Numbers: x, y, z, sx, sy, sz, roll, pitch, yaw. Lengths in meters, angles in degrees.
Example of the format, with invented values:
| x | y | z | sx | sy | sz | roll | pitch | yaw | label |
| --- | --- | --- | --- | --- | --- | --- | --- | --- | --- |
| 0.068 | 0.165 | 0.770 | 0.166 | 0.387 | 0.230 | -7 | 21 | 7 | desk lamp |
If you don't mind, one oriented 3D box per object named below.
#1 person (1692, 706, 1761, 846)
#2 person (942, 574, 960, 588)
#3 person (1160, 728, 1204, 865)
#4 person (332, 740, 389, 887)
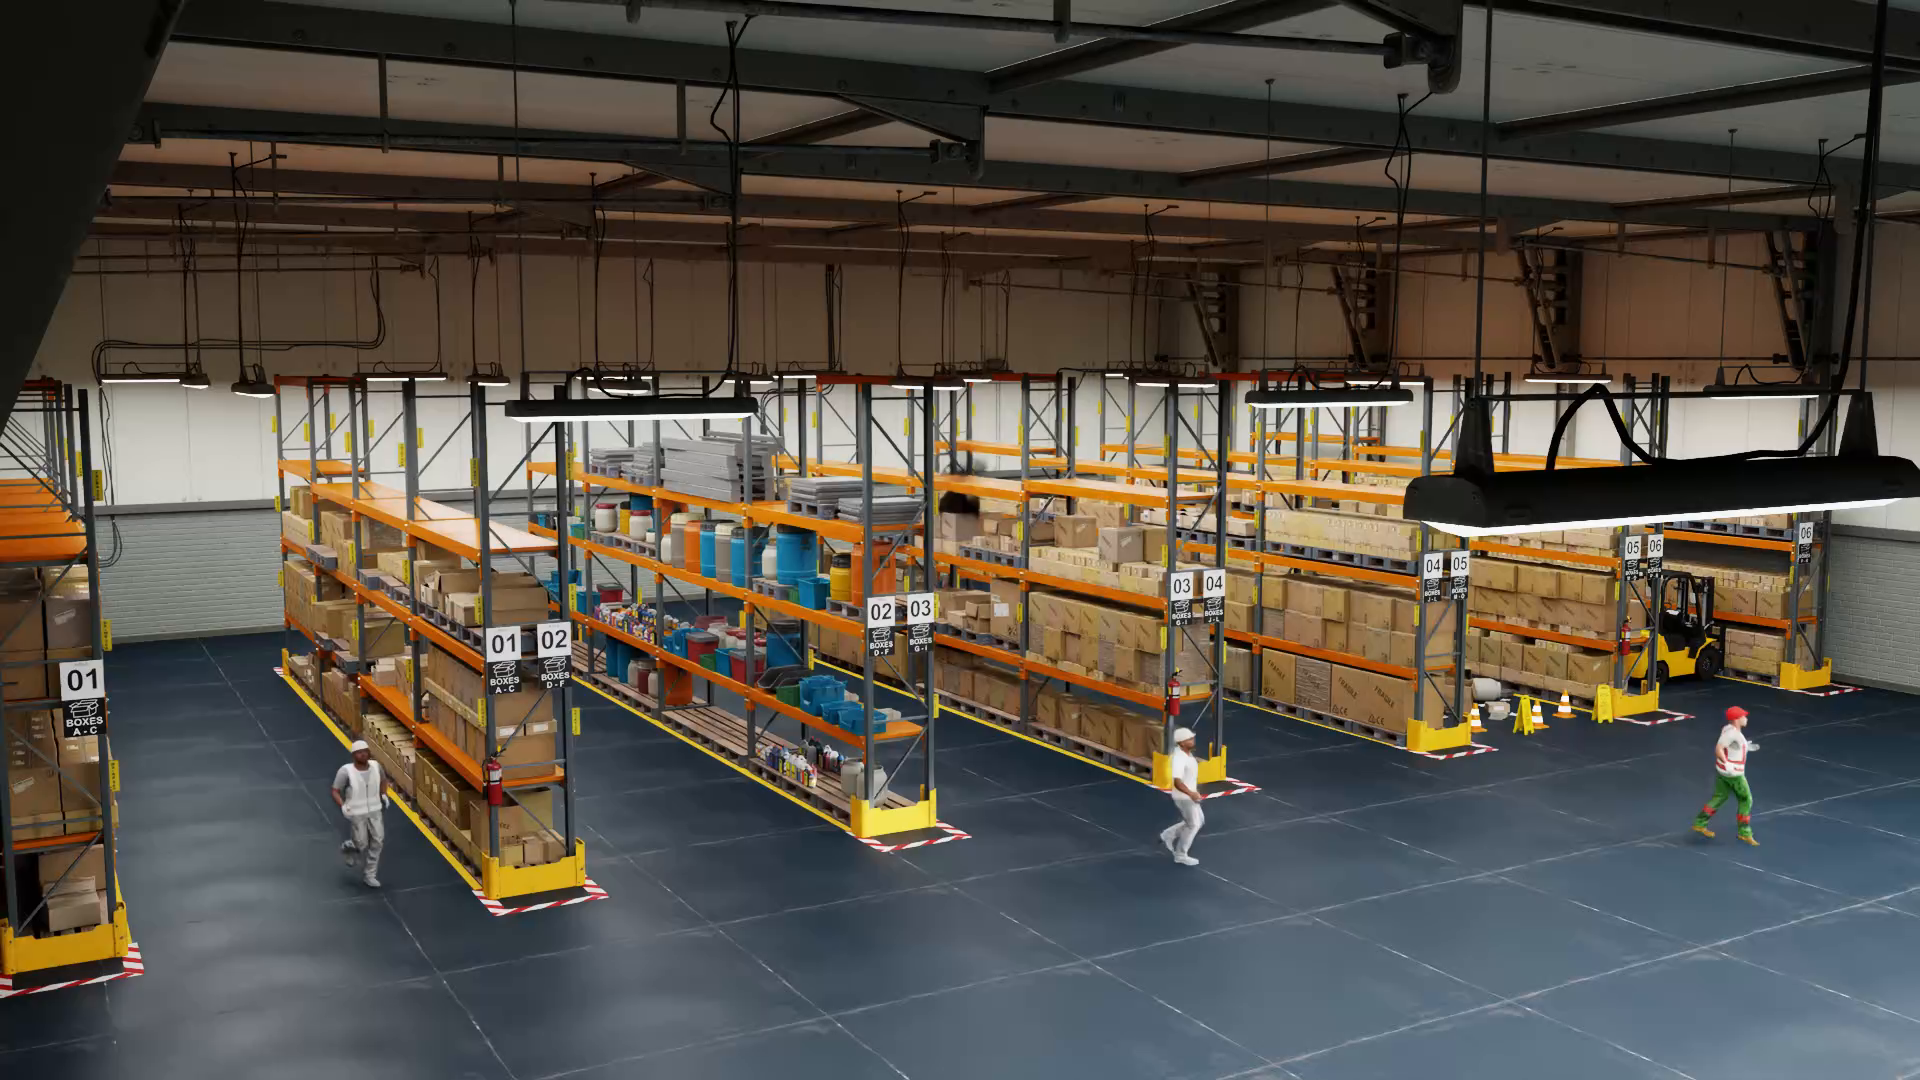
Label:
| x | y | z | sx | sy | sz | roll | pitch | yaw | label |
| --- | --- | --- | --- | --- | --- | --- | --- | --- | --- |
| 10.036 | 3.070 | 21.734 | 0.845 | 1.839 | 0.623 | 1 | 6 | 8 | person |
| -0.176 | 0.898 | 42.343 | 0.531 | 1.614 | 0.585 | -4 | 8 | -36 | person |
| 2.786 | 3.201 | 20.850 | 0.546 | 1.729 | 0.698 | 1 | 6 | 8 | person |
| -7.222 | 3.279 | 20.125 | 0.693 | 1.744 | 0.716 | -6 | 8 | -41 | person |
